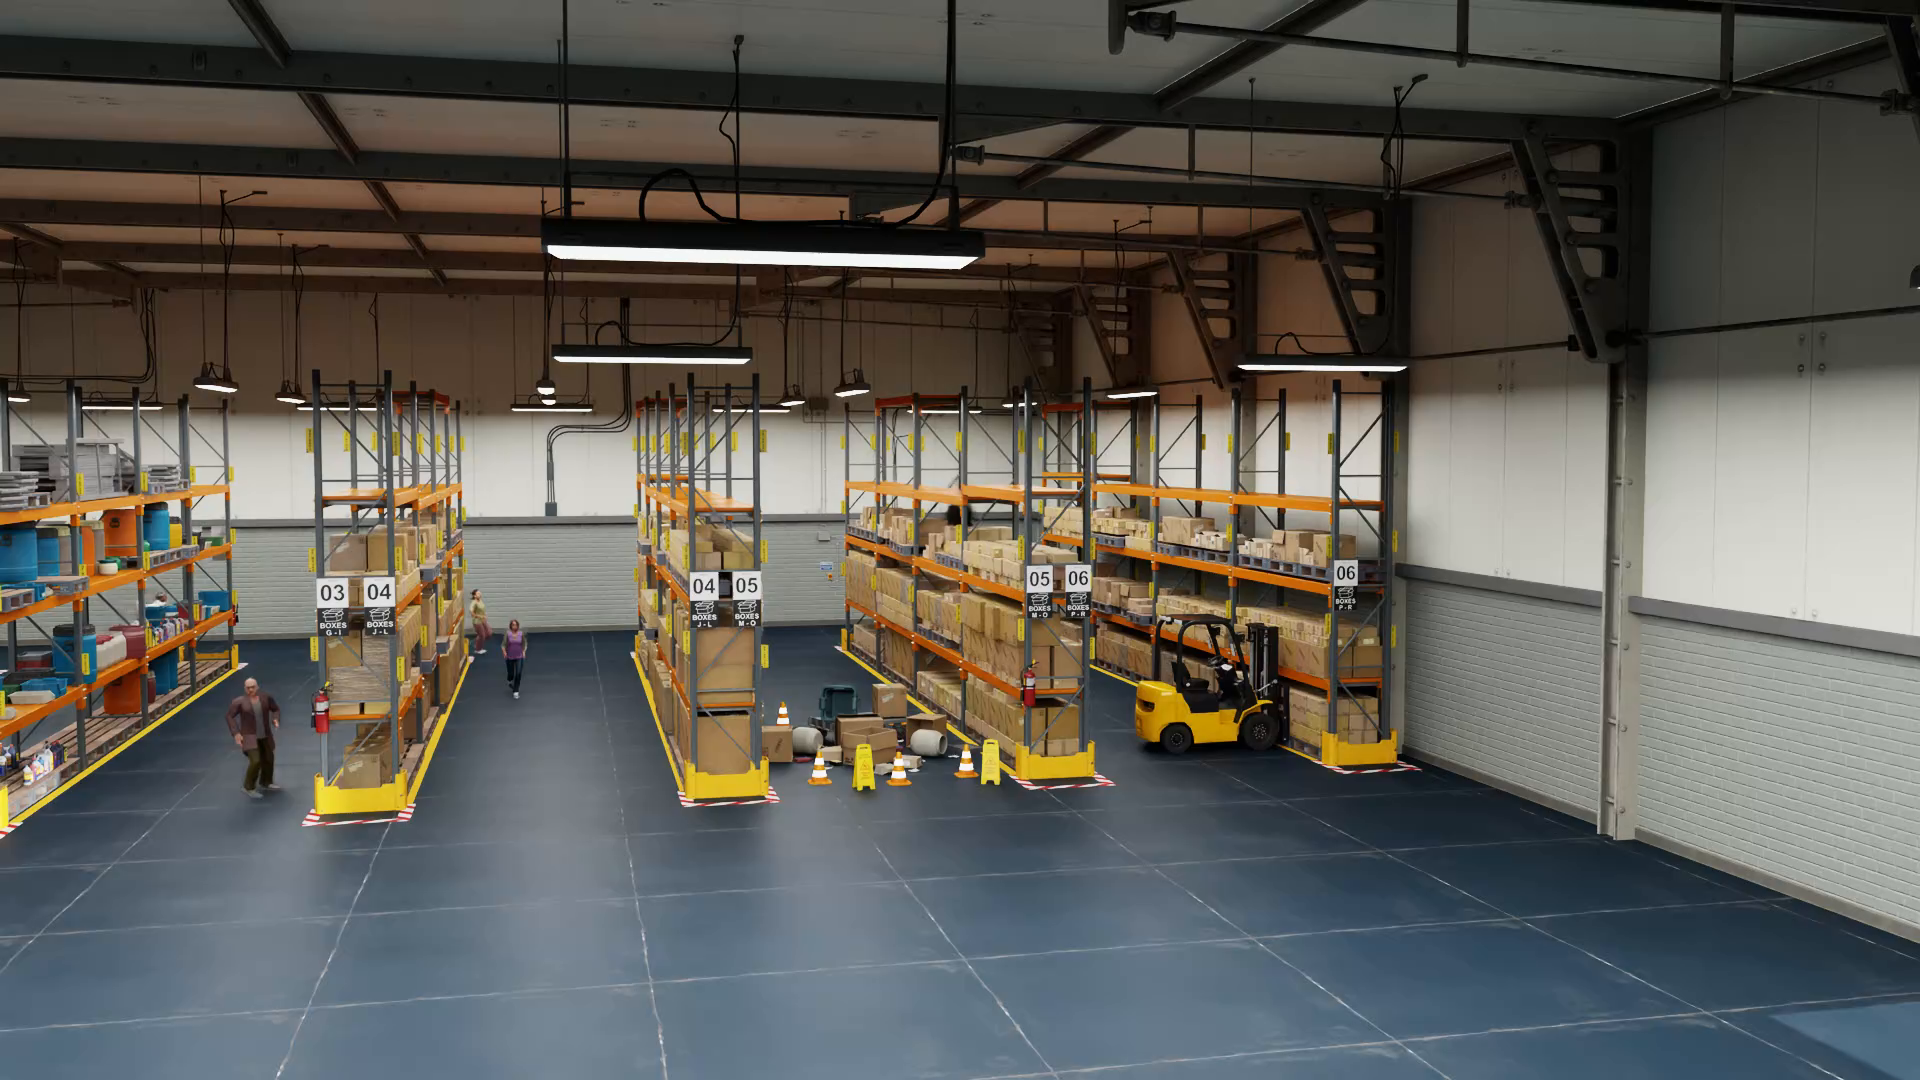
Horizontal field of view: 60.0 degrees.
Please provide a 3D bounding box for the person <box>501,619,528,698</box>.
[{"bbox_3d":[-8.829,2.384,32.942,0.517,1.463,0.658,-1,3,-19],"label":"person"}]

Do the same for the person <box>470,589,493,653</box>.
[{"bbox_3d":[-11.381,1.928,39.354,0.506,1.574,0.686,1,3,11],"label":"person"}]

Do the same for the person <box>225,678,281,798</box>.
[{"bbox_3d":[-9.997,2.804,23.677,0.804,1.715,0.726,3,4,39],"label":"person"}]

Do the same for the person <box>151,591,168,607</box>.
[{"bbox_3d":[-18.657,1.975,38.779,0.502,1.584,0.708,1,3,15],"label":"person"}]
